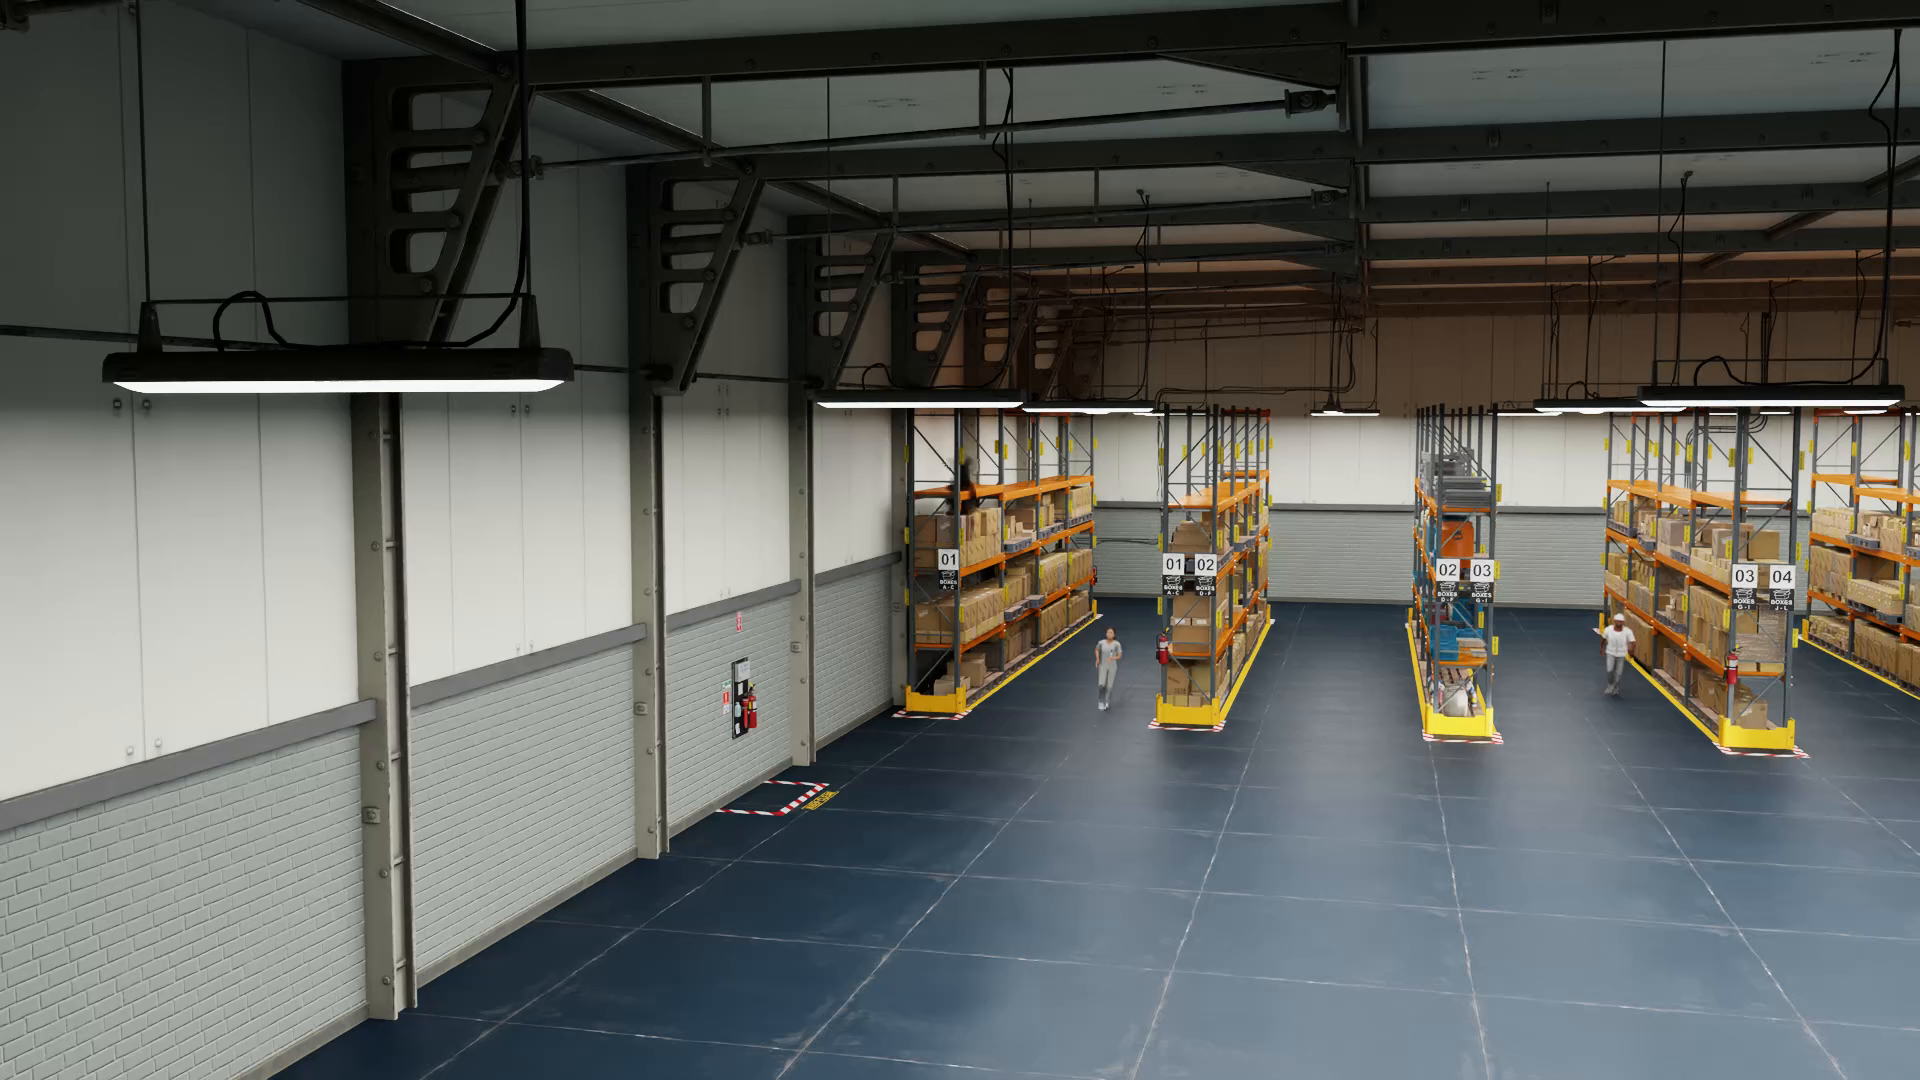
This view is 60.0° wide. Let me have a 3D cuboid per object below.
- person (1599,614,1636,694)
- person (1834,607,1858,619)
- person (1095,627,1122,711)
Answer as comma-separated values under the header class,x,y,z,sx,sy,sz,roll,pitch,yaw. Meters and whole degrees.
class,x,y,z,sx,sy,sz,roll,pitch,yaw
person,13.521,2.360,34.201,0.688,1.712,0.816,2,4,21
person,23.788,1.605,44.551,0.792,1.812,0.688,0,4,1
person,2.908,2.526,32.625,0.528,1.649,0.649,0,4,6
